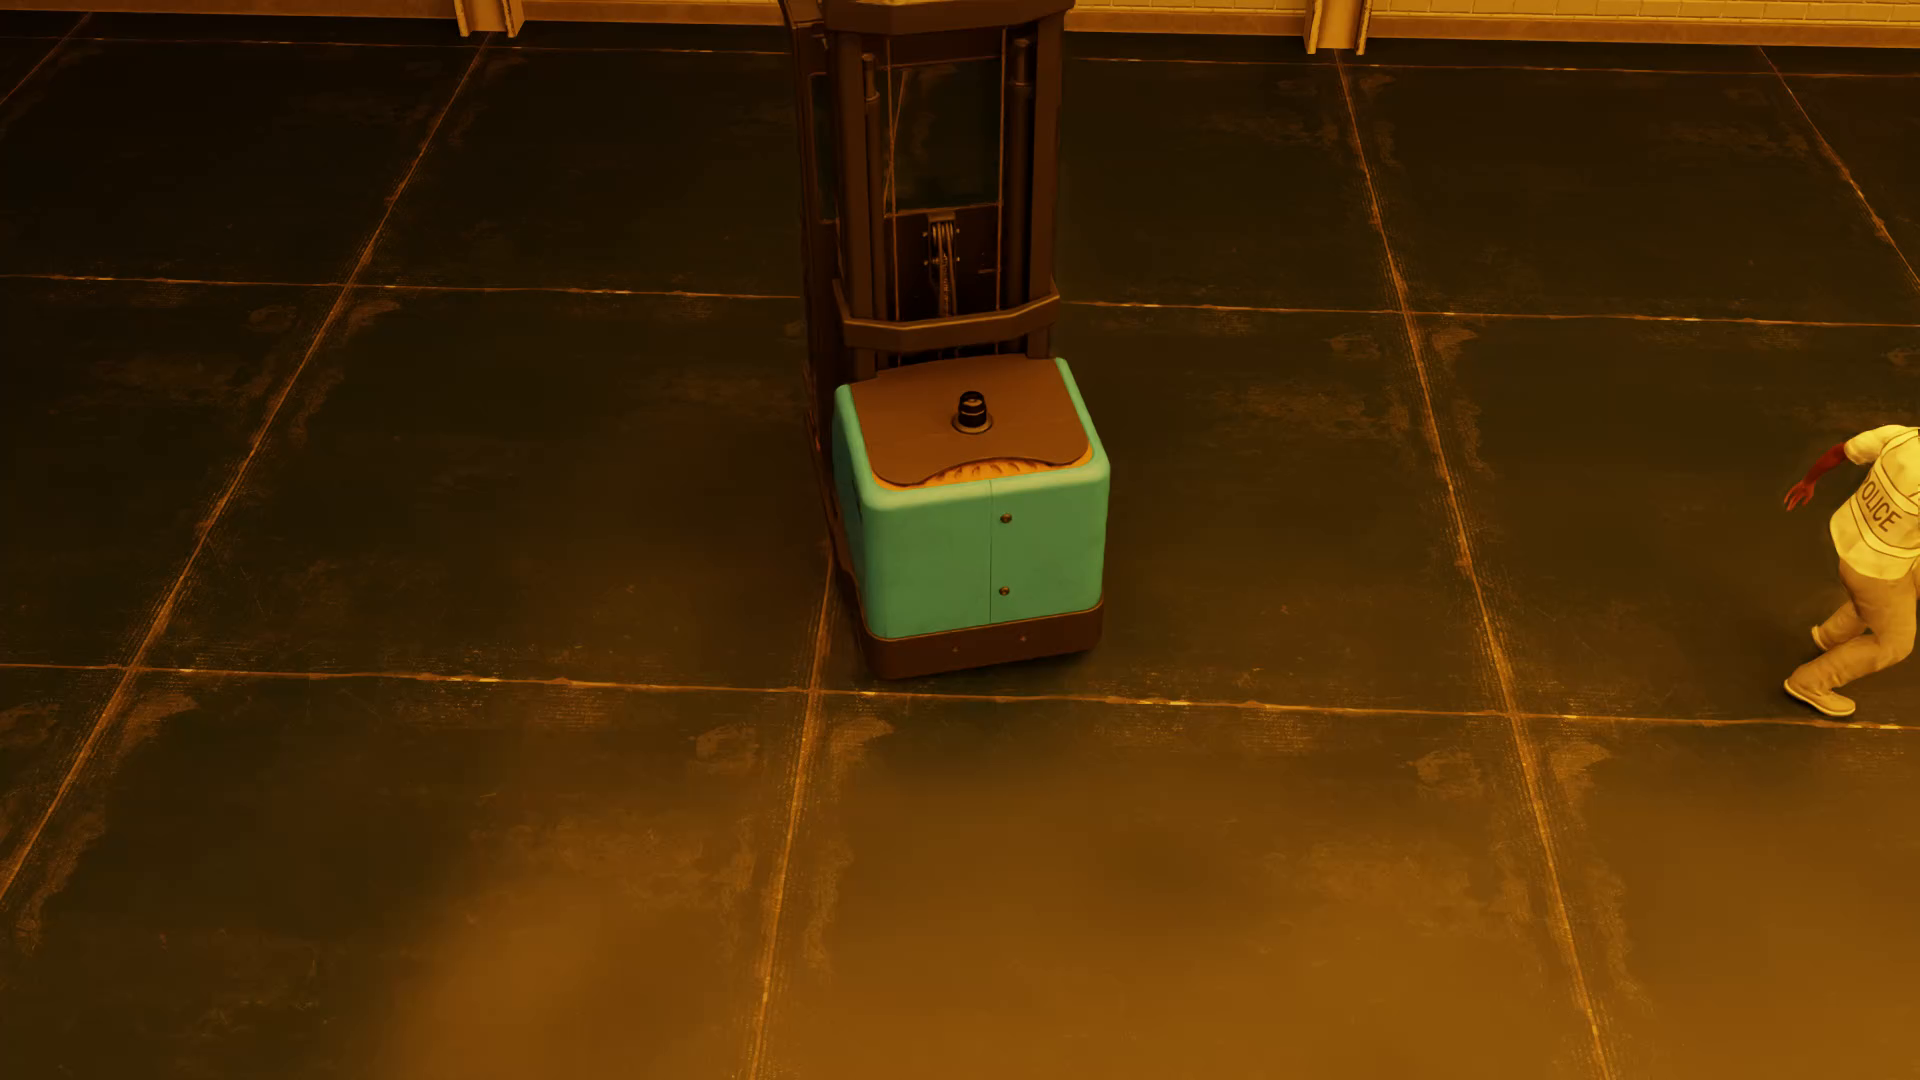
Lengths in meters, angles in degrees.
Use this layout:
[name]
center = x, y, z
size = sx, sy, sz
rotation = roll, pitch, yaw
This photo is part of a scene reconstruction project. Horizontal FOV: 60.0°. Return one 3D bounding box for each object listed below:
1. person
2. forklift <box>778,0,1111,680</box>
[person]
center = 3.743, 0.050, 6.709
size = 0.681, 1.613, 0.633
rotation = 5, 43, 6
[forklift]
center = -0.178, -1.487, 7.371
size = 1.130, 2.935, 3.031
rotation = -8, 43, -9
